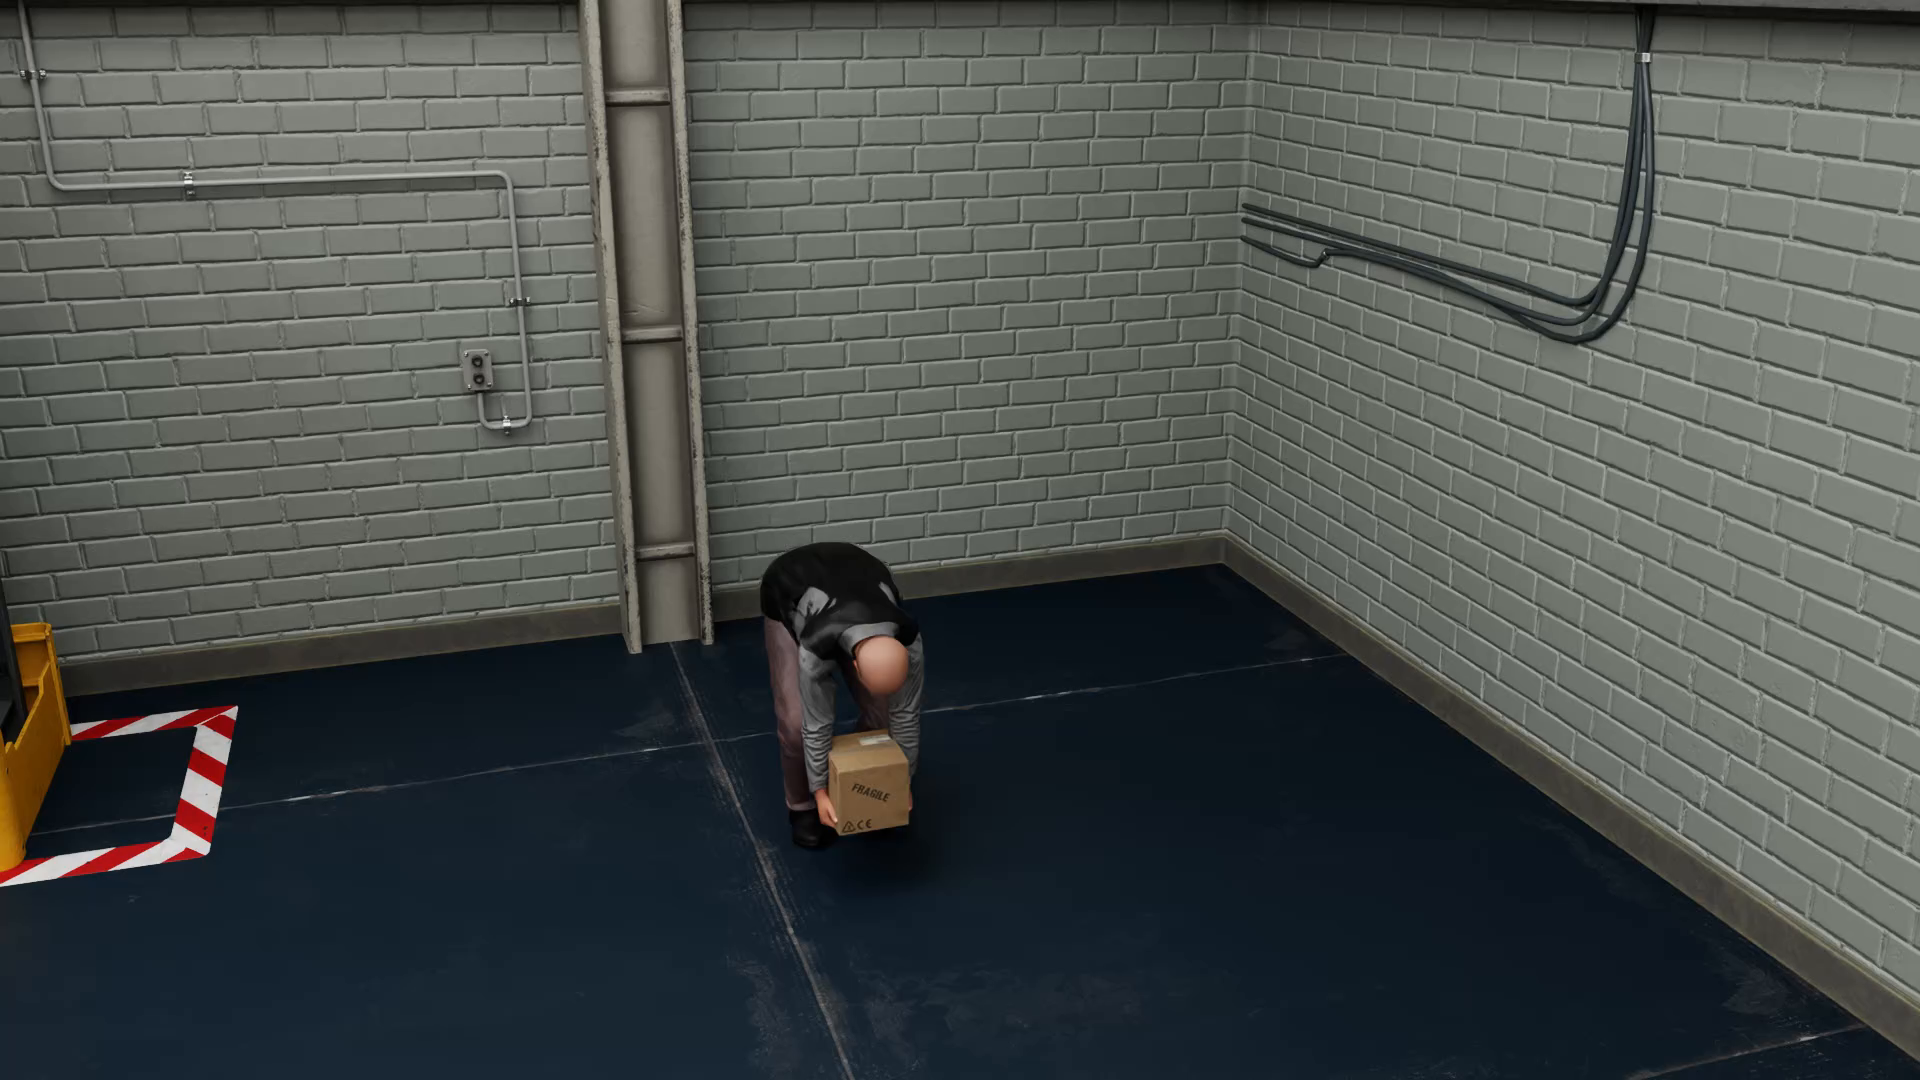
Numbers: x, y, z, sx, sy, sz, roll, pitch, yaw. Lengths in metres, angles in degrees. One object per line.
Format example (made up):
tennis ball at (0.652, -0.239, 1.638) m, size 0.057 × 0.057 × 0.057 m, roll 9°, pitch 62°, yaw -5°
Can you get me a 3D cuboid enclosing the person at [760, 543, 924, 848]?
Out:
person at (-0.394, 0.595, 5.852) m, size 0.464 × 1.088 × 0.960 m, roll -7°, pitch 20°, yaw -19°
